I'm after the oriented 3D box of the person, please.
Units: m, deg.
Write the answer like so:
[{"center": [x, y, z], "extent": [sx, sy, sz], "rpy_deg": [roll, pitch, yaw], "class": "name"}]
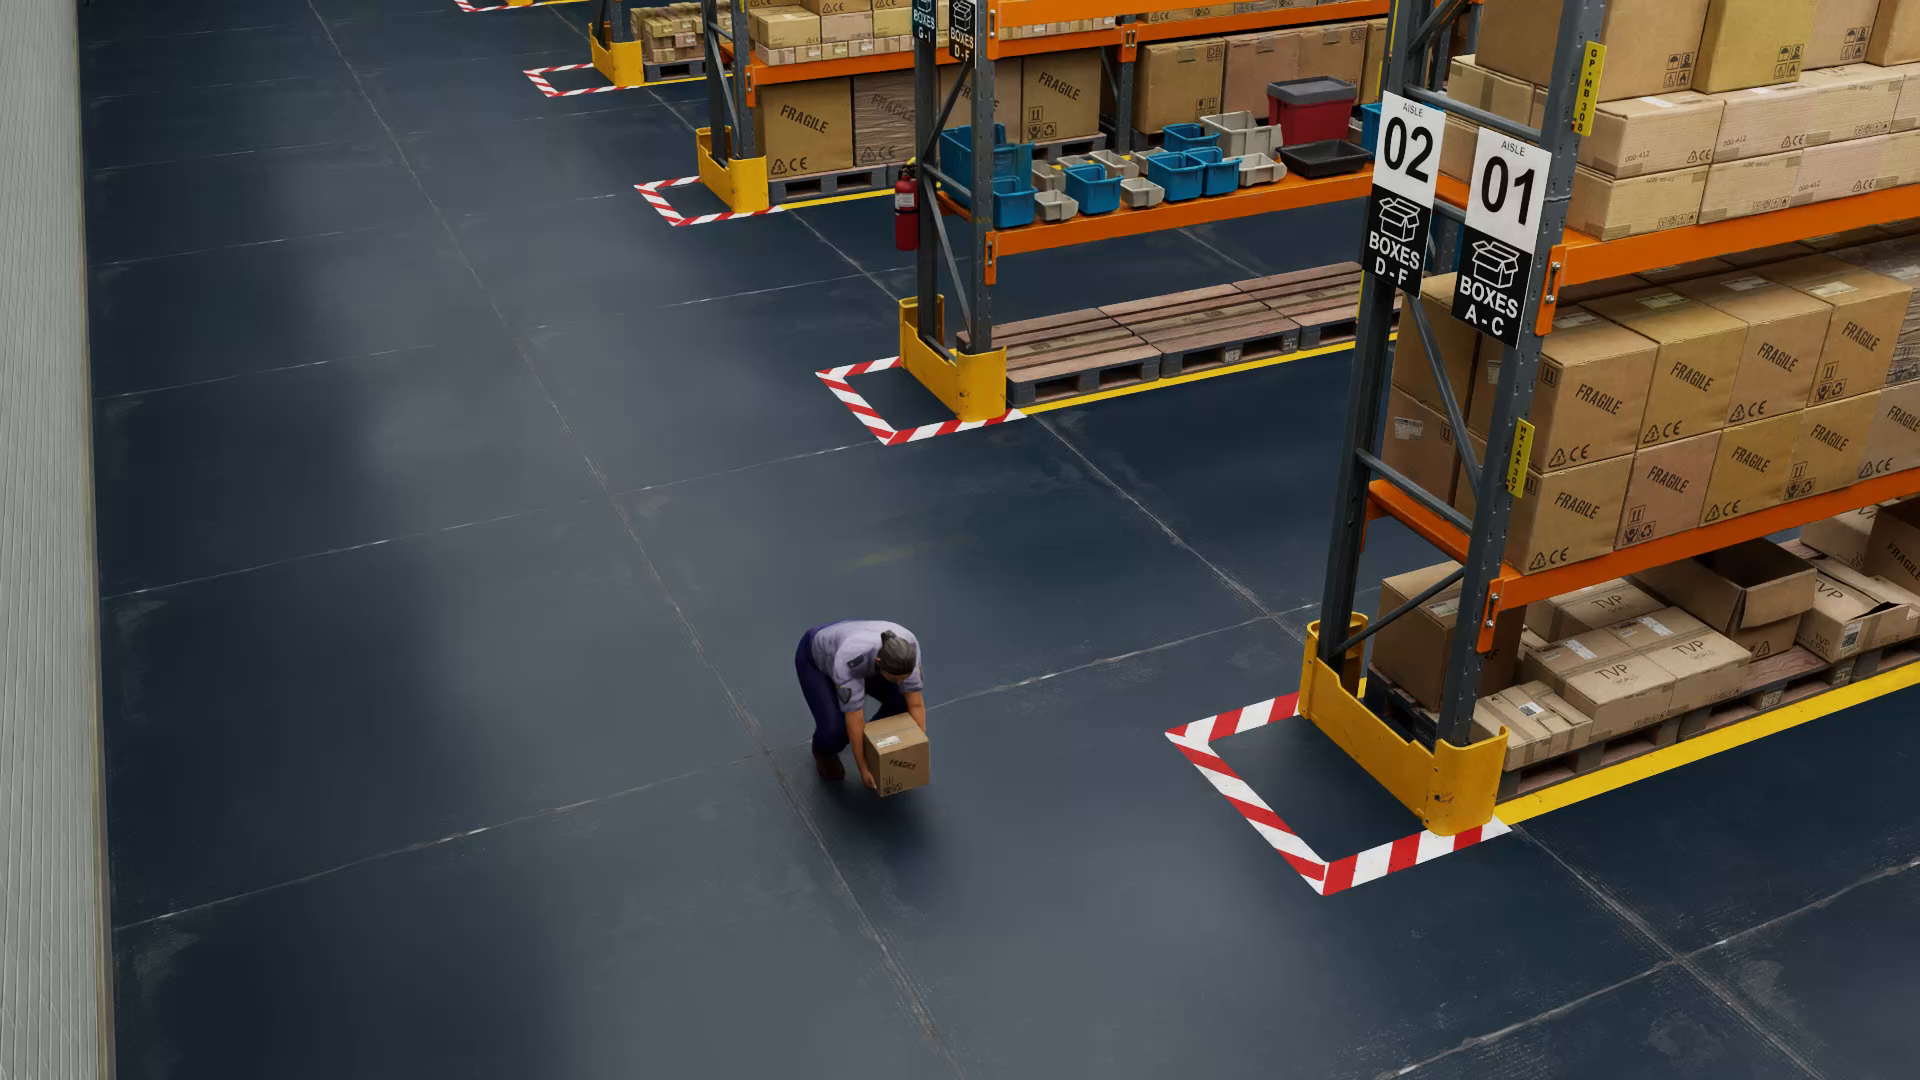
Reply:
[{"center": [-0.462, 0.734, 7.909], "extent": [0.501, 0.927, 0.857], "rpy_deg": [-14, 33, -23], "class": "person"}]
